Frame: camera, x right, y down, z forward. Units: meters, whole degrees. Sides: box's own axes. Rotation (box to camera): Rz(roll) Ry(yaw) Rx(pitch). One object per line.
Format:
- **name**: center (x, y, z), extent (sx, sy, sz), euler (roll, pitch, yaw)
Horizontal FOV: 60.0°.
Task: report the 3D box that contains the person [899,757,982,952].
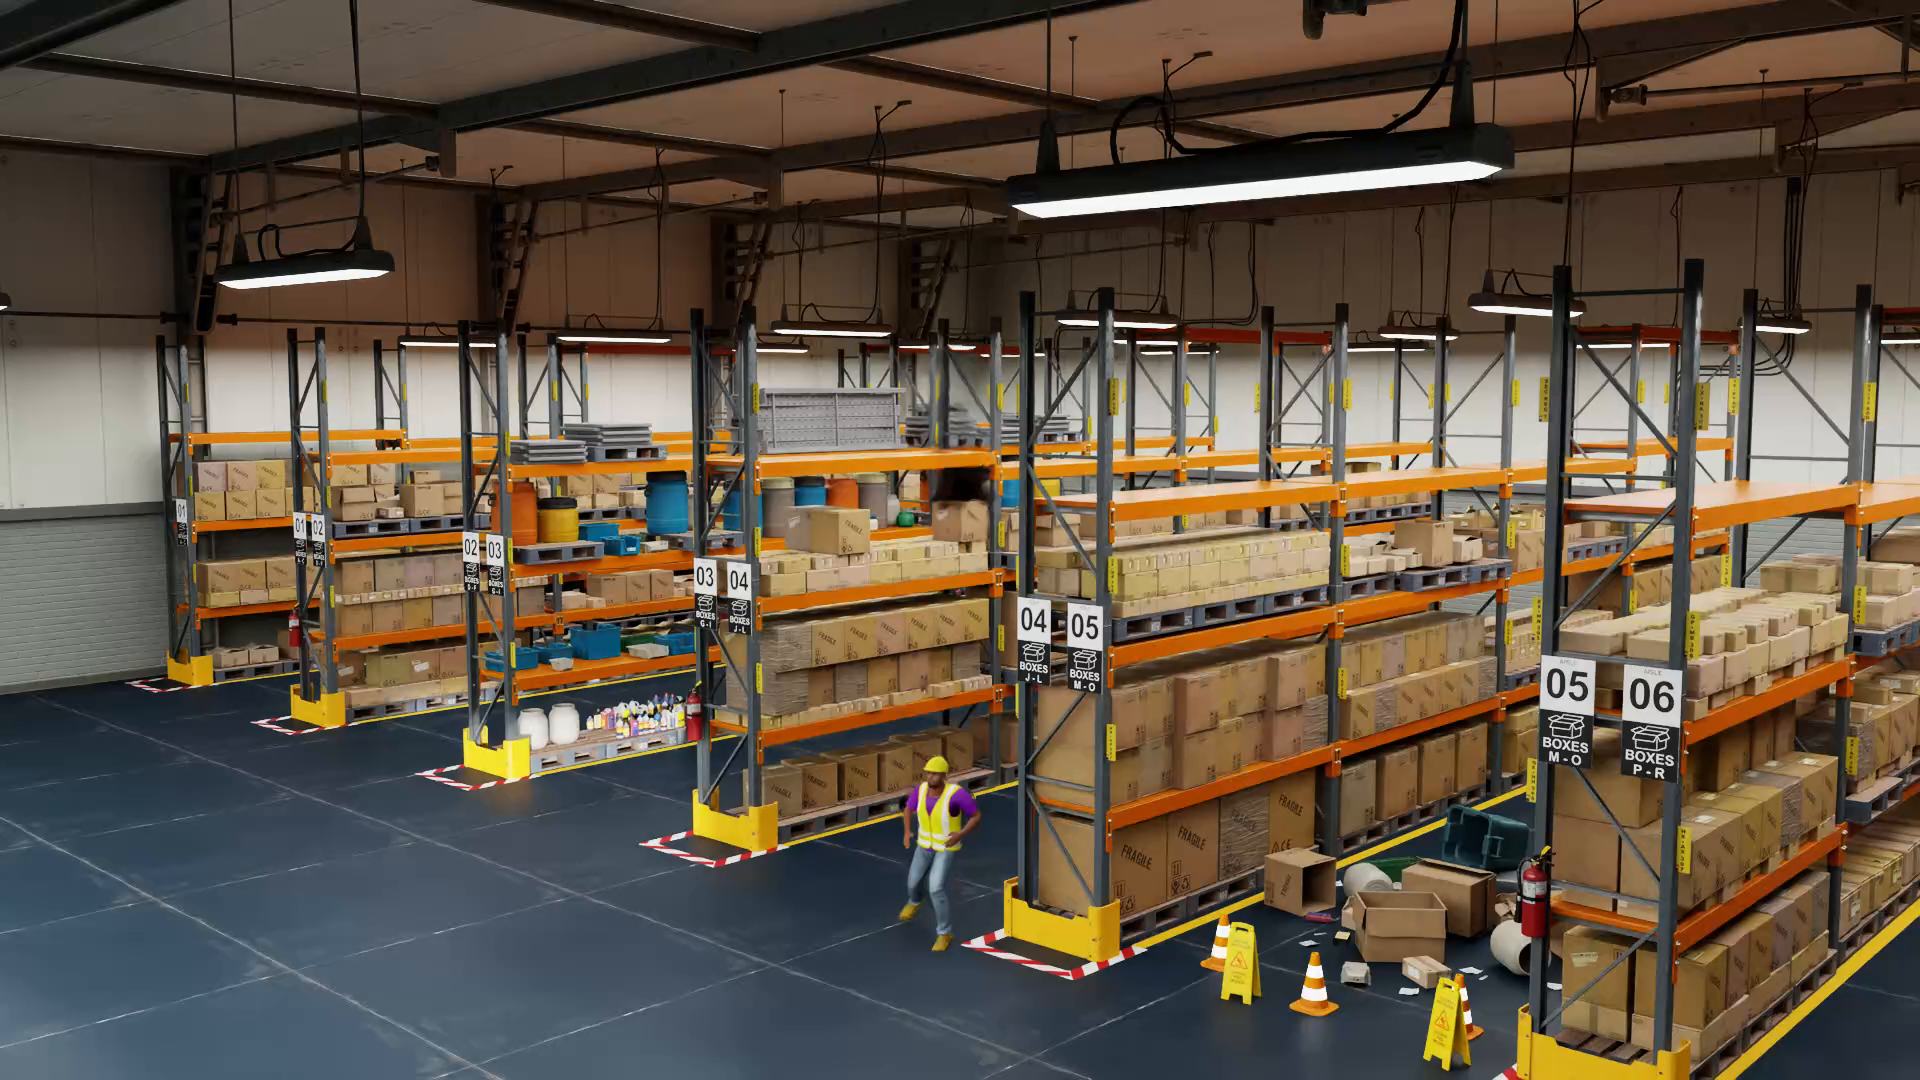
- **person**: center (-0.244, 2.867, 15.488), extent (0.915, 1.761, 0.744), euler (3, 6, 26)
